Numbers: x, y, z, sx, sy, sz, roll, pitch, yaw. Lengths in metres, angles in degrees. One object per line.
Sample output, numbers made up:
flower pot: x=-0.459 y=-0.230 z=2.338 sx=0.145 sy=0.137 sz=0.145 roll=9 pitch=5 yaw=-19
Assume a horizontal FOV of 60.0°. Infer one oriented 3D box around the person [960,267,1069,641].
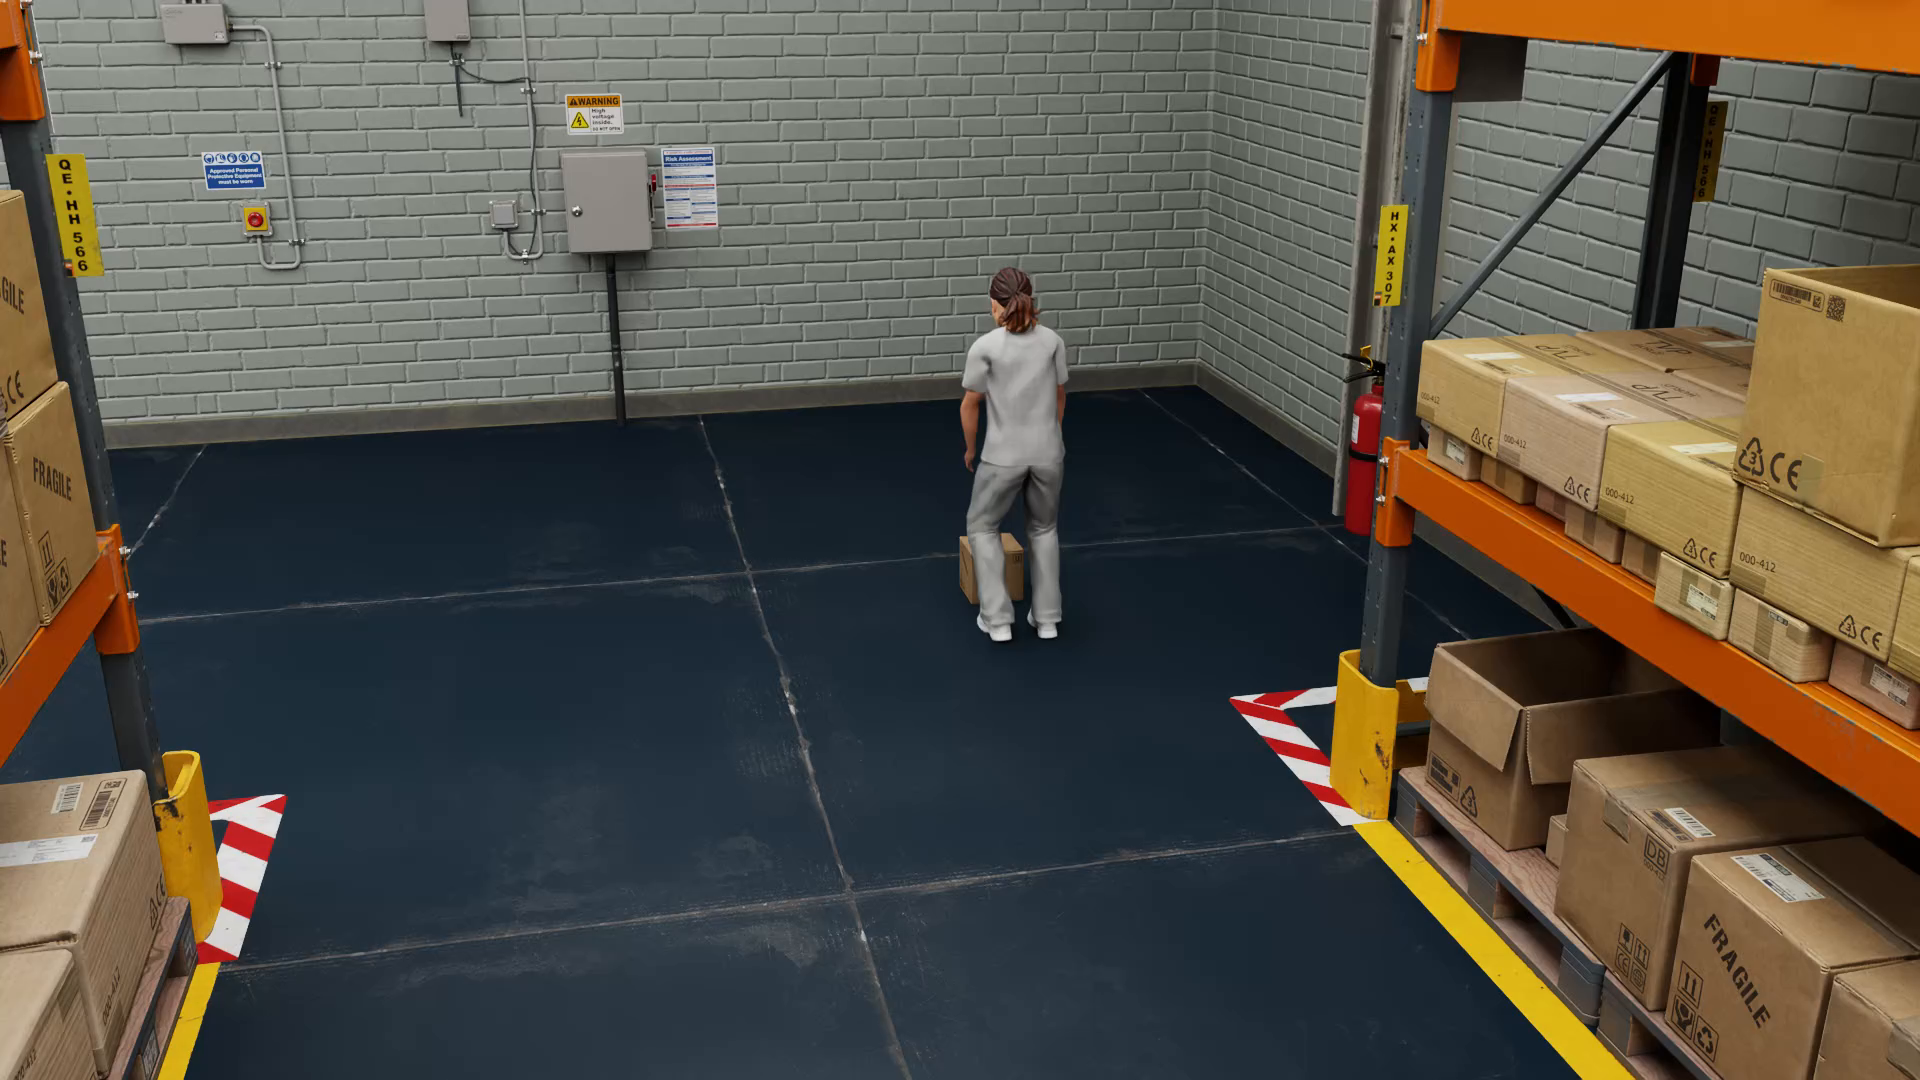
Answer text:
person: x=0.232 y=-0.323 z=7.170 sx=0.464 sy=1.554 sz=0.406 roll=-4 pitch=20 yaw=-11
